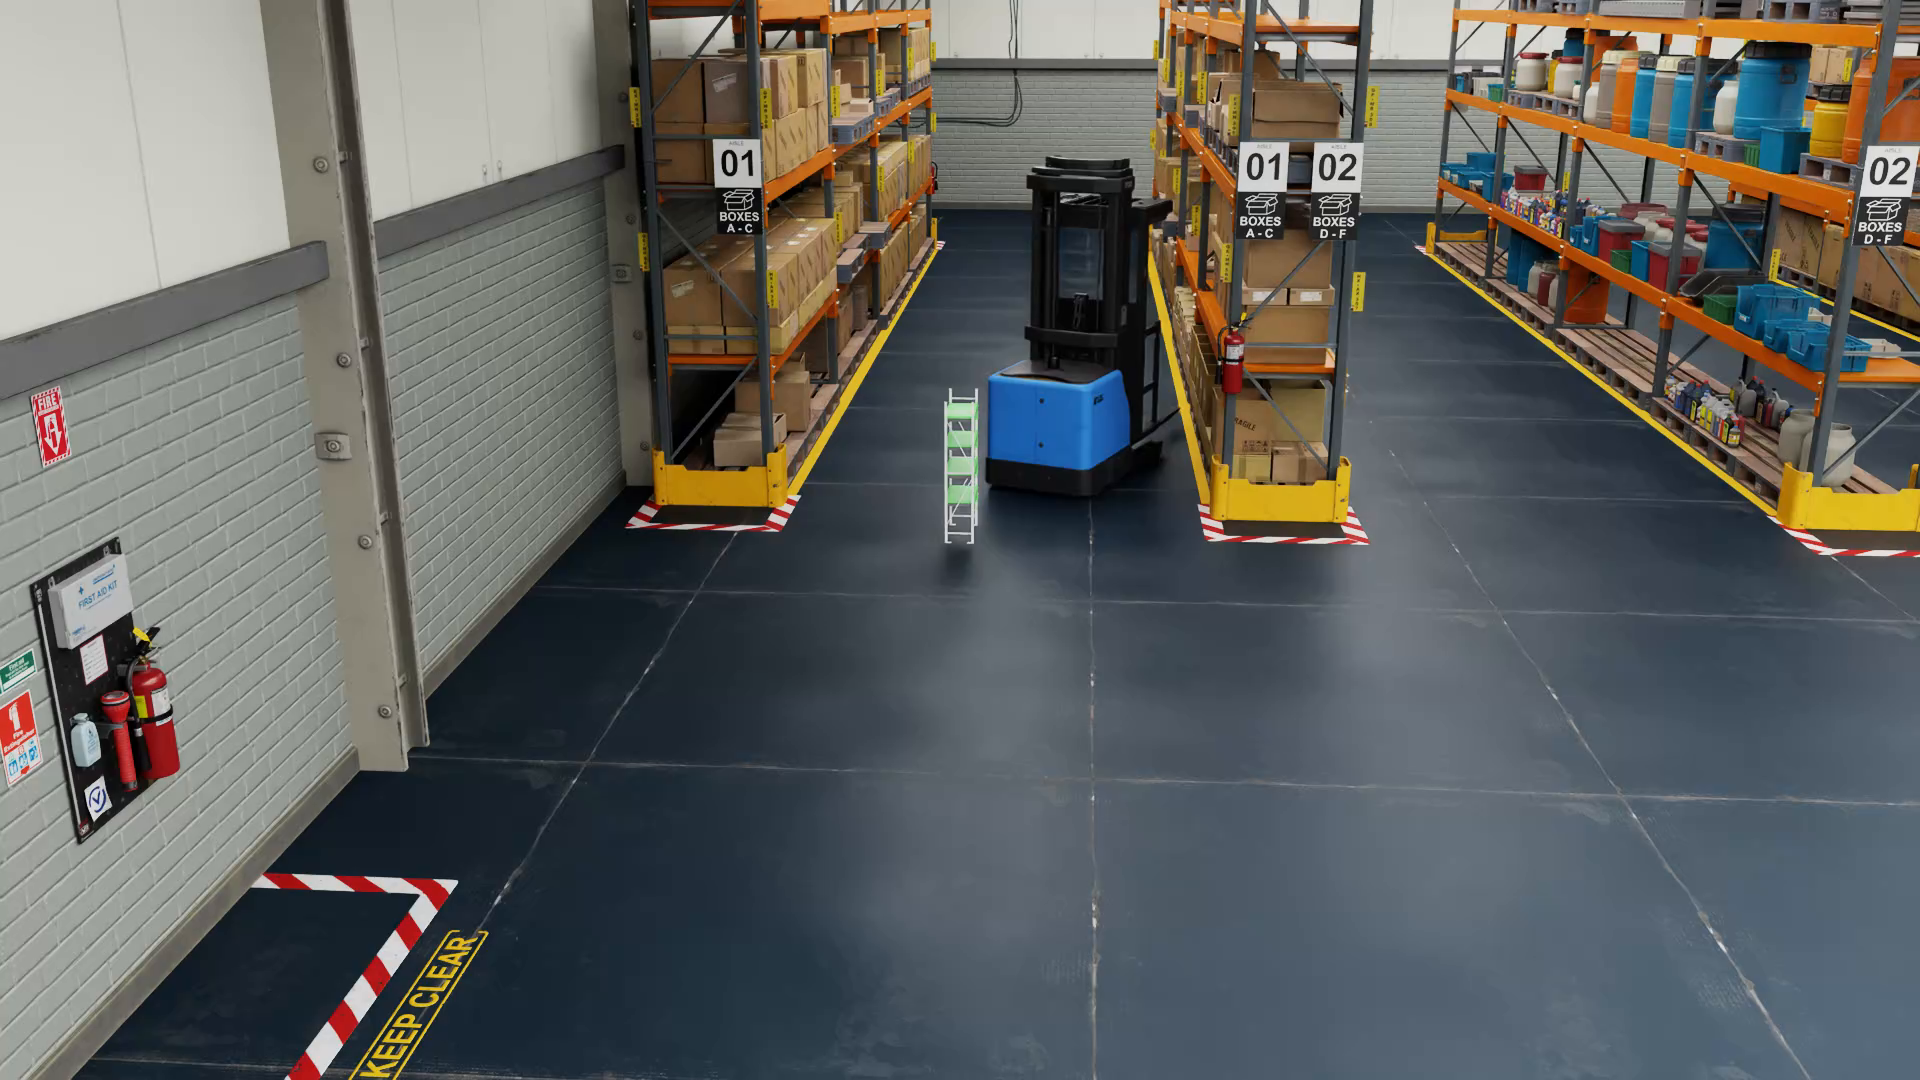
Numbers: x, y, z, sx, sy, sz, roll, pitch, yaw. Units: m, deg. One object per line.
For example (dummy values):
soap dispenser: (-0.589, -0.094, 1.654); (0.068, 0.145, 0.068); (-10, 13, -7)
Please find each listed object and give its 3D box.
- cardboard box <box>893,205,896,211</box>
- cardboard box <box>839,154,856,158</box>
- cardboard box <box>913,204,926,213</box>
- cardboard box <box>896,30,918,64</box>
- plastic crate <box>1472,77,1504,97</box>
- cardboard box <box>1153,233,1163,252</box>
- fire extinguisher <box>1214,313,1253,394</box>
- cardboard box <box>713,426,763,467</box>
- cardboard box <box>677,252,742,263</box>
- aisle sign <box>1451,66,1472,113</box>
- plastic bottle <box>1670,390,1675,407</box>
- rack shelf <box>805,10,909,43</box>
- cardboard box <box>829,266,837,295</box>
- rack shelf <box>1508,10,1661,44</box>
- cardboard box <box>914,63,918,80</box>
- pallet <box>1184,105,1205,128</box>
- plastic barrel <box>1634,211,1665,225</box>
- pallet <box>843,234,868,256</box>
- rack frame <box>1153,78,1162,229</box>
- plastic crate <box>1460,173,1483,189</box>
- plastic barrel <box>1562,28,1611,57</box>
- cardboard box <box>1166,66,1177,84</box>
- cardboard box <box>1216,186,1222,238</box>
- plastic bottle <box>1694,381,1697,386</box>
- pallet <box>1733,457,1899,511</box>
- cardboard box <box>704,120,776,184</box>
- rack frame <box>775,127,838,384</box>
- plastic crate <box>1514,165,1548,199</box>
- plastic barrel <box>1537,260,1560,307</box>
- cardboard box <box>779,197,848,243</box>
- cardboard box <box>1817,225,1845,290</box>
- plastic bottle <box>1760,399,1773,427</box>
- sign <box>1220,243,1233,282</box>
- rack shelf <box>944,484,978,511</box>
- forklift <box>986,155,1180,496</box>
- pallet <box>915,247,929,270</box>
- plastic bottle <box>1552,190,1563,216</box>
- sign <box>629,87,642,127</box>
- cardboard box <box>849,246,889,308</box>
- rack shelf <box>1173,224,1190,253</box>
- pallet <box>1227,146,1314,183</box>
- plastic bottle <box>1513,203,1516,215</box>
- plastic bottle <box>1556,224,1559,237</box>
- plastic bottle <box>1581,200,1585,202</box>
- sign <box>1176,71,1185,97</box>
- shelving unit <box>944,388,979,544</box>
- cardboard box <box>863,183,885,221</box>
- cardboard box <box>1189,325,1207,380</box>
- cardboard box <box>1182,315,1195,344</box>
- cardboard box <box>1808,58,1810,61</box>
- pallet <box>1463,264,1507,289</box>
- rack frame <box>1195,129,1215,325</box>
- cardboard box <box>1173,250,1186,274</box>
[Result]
cardboard box: (-1.141, -4.946, 24.572); (0.380, 0.149, 0.250); (1, 18, 4)
cardboard box: (-1.729, -5.263, 23.292); (0.500, 0.250, 0.500); (1, 18, 3)
cardboard box: (-0.788, -5.782, 29.051); (0.380, 0.149, 0.250); (1, 18, 3)
cardboard box: (-0.936, -7.816, 26.344); (0.500, 0.500, 0.500); (1, 18, 3)
plastic crate: (8.404, -7.192, 26.429); (0.437, 0.282, 0.530); (1, 18, 4)
cardboard box: (3.537, -5.046, 28.214); (0.500, 0.250, 0.500); (1, 18, 4)
fire extinguisher: (2.312, -1.584, 14.065); (0.296, 0.674, 0.183); (1, 18, 4)
cardboard box: (-2.018, -0.901, 15.467); (0.500, 0.311, 0.500); (-1, 18, -2)
cardboard box: (-2.290, -2.358, 15.308); (0.500, 0.500, 0.500); (2, 18, 5)
aisle sign: (8.580, -7.769, 28.641); (0.394, 0.787, 0.004); (1, 18, 4)
plastic bottle: (7.536, -1.505, 17.486); (0.097, 0.201, 0.097); (0, 18, 0)
rack shelf: (-1.441, -7.181, 23.185); (1.077, 0.370, 4.000); (1, 18, 4)
cardboard box: (-1.602, -2.783, 17.809); (0.500, 0.250, 0.500); (1, 18, 4)
rack shelf: (8.441, -6.960, 22.510); (1.077, 0.370, 4.000); (1, 18, 4)
cardboard box: (-0.934, -7.451, 26.435); (0.500, 0.250, 0.500); (1, 18, 3)
pallet: (3.398, -5.255, 20.629); (1.213, 0.211, 1.003); (2, 18, 6)
plastic barrel: (8.437, -3.749, 20.368); (0.421, 0.512, 0.421); (0, 18, 0)
pallet: (-1.685, -3.534, 20.200); (1.003, 0.211, 1.213); (1, 18, 4)
rack frame: (3.931, -6.616, 29.298); (1.000, 3.000, 0.127); (1, 18, 4)
plastic crate: (8.409, -5.882, 27.230); (0.416, 0.233, 0.300); (1, 18, 4)
plastic barrel: (8.614, -6.592, 22.927); (0.600, 0.901, 0.708); (1, 18, 4)
cardboard box: (3.408, -7.123, 25.465); (0.500, 0.250, 0.500); (1, 18, 4)
cardboard box: (3.045, -3.416, 17.286); (0.700, 0.500, 0.500); (1, 18, 4)
plastic bottle: (7.661, -1.504, 17.350); (0.061, 0.283, 0.133); (1, 18, 4)
pallet: (7.746, -0.487, 15.071); (1.003, 0.211, 1.213); (1, 18, 4)
cardboard box: (-1.884, -3.337, 14.281); (0.500, 0.500, 0.500); (2, 18, 5)
rack frame: (-1.871, -2.999, 18.258); (1.000, 3.000, 0.127); (1, 18, 4)
plastic crate: (8.898, -5.593, 25.976); (0.402, 0.464, 0.583); (1, 18, 4)
plastic barrel: (8.397, -3.577, 23.220); (0.600, 0.588, 0.708); (1, 18, 4)
cardboard box: (-1.737, -3.791, 19.810); (0.700, 0.500, 0.500); (4, 19, 11)
cardboard box: (13.499, -4.143, 24.486); (1.225, 0.875, 0.875); (1, 18, 4)
plastic bottle: (8.093, -1.282, 16.673); (0.061, 0.283, 0.133); (1, 18, 4)
sign: (2.243, -2.326, 13.966); (0.100, 0.325, 0.005); (1, 18, 4)
rack shelf: (0.012, -0.333, 13.988); (0.258, 0.148, 0.480); (1, 18, 4)
forklift: (1.342, -2.198, 15.925); (1.130, 2.935, 3.031); (9, 20, 25)
pallet: (-1.080, -4.773, 28.150); (1.003, 0.211, 1.213); (1, 18, 4)
plastic bottle: (8.688, -4.892, 24.115); (0.144, 0.351, 0.185); (1, 18, 4)
sign: (-2.710, -3.621, 13.919); (0.100, 0.325, 0.005); (1, 18, 4)
cardboard box: (-1.400, -3.645, 23.007); (0.750, 0.750, 0.750); (1, 18, 3)
rack shelf: (3.501, -4.411, 23.723); (1.077, 0.370, 4.000); (1, 18, 4)
pallet: (2.860, -3.250, 14.348); (1.003, 0.211, 1.213); (1, 18, 4)
plastic bottle: (8.095, -4.823, 24.145); (0.097, 0.201, 0.097); (0, 18, 0)
plastic bottle: (7.927, -4.096, 21.926); (0.097, 0.201, 0.097); (0, 18, 0)
plastic bottle: (8.790, -4.690, 23.618); (0.152, 0.276, 0.135); (1, 18, 4)
sign: (2.816, -5.816, 21.207); (0.100, 0.325, 0.005); (1, 18, 4)
shelving unit: (0.012, -0.622, 13.893); (0.258, 1.200, 0.503); (1, 18, 4)
cardboard box: (-1.294, -4.585, 22.427); (0.500, 0.500, 0.500); (2, 18, 6)
cardboard box: (2.725, -2.002, 17.752); (0.500, 0.500, 0.500); (1, 18, 4)
cardboard box: (2.883, -2.498, 19.569); (0.500, 0.311, 0.500); (1, 18, 4)
cardboard box: (13.678, -7.618, 26.541); (0.700, 0.500, 0.500); (0, 18, 0)
pallet: (8.598, -4.167, 26.300); (1.003, 0.211, 1.213); (1, 18, 4)
rack frame: (3.070, -2.890, 17.924); (1.000, 3.000, 0.127); (1, 18, 4)
cardboard box: (3.190, -3.823, 22.876); (0.500, 0.250, 0.500); (2, 18, 6)
